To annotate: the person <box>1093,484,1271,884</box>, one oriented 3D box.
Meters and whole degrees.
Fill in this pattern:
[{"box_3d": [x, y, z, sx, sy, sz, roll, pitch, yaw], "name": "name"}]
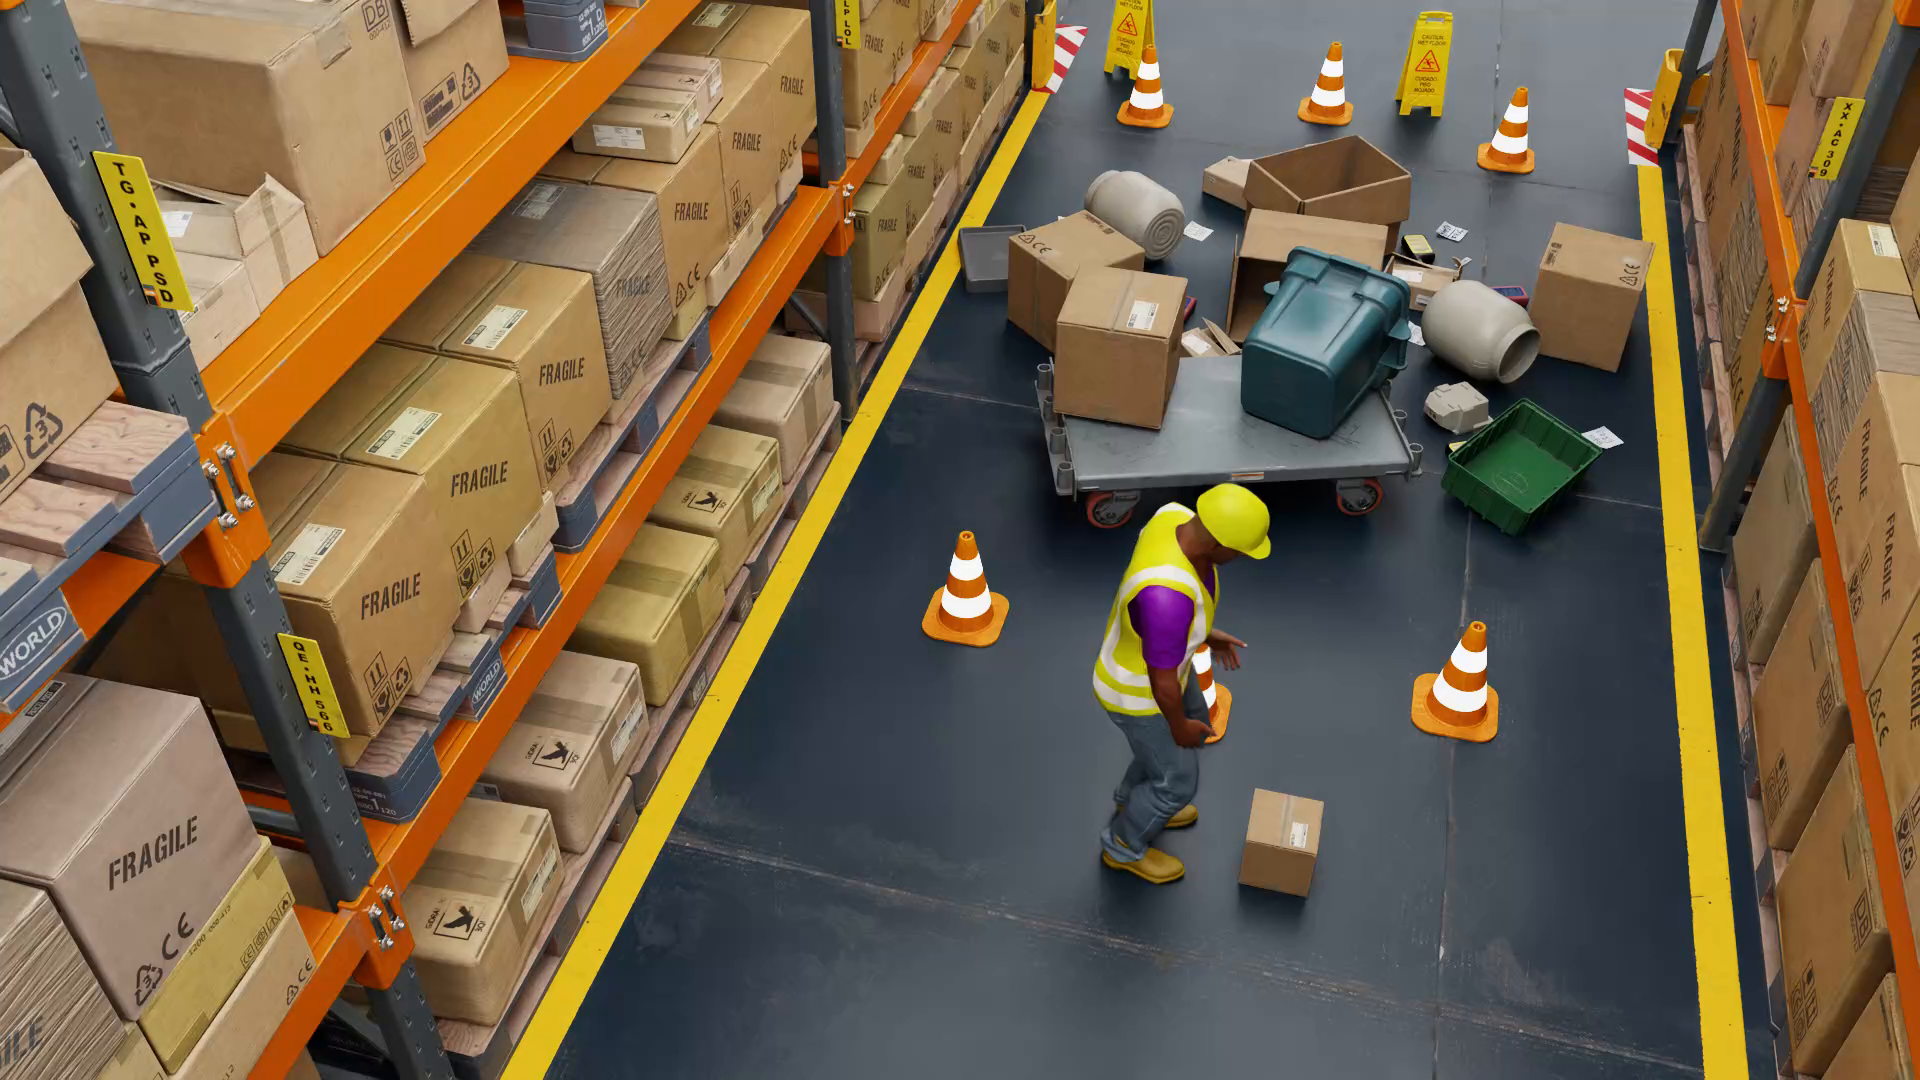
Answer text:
[{"box_3d": [0.726, 0.461, 5.671, 0.511, 1.682, 0.602, 11, 42, 12], "name": "person"}]
